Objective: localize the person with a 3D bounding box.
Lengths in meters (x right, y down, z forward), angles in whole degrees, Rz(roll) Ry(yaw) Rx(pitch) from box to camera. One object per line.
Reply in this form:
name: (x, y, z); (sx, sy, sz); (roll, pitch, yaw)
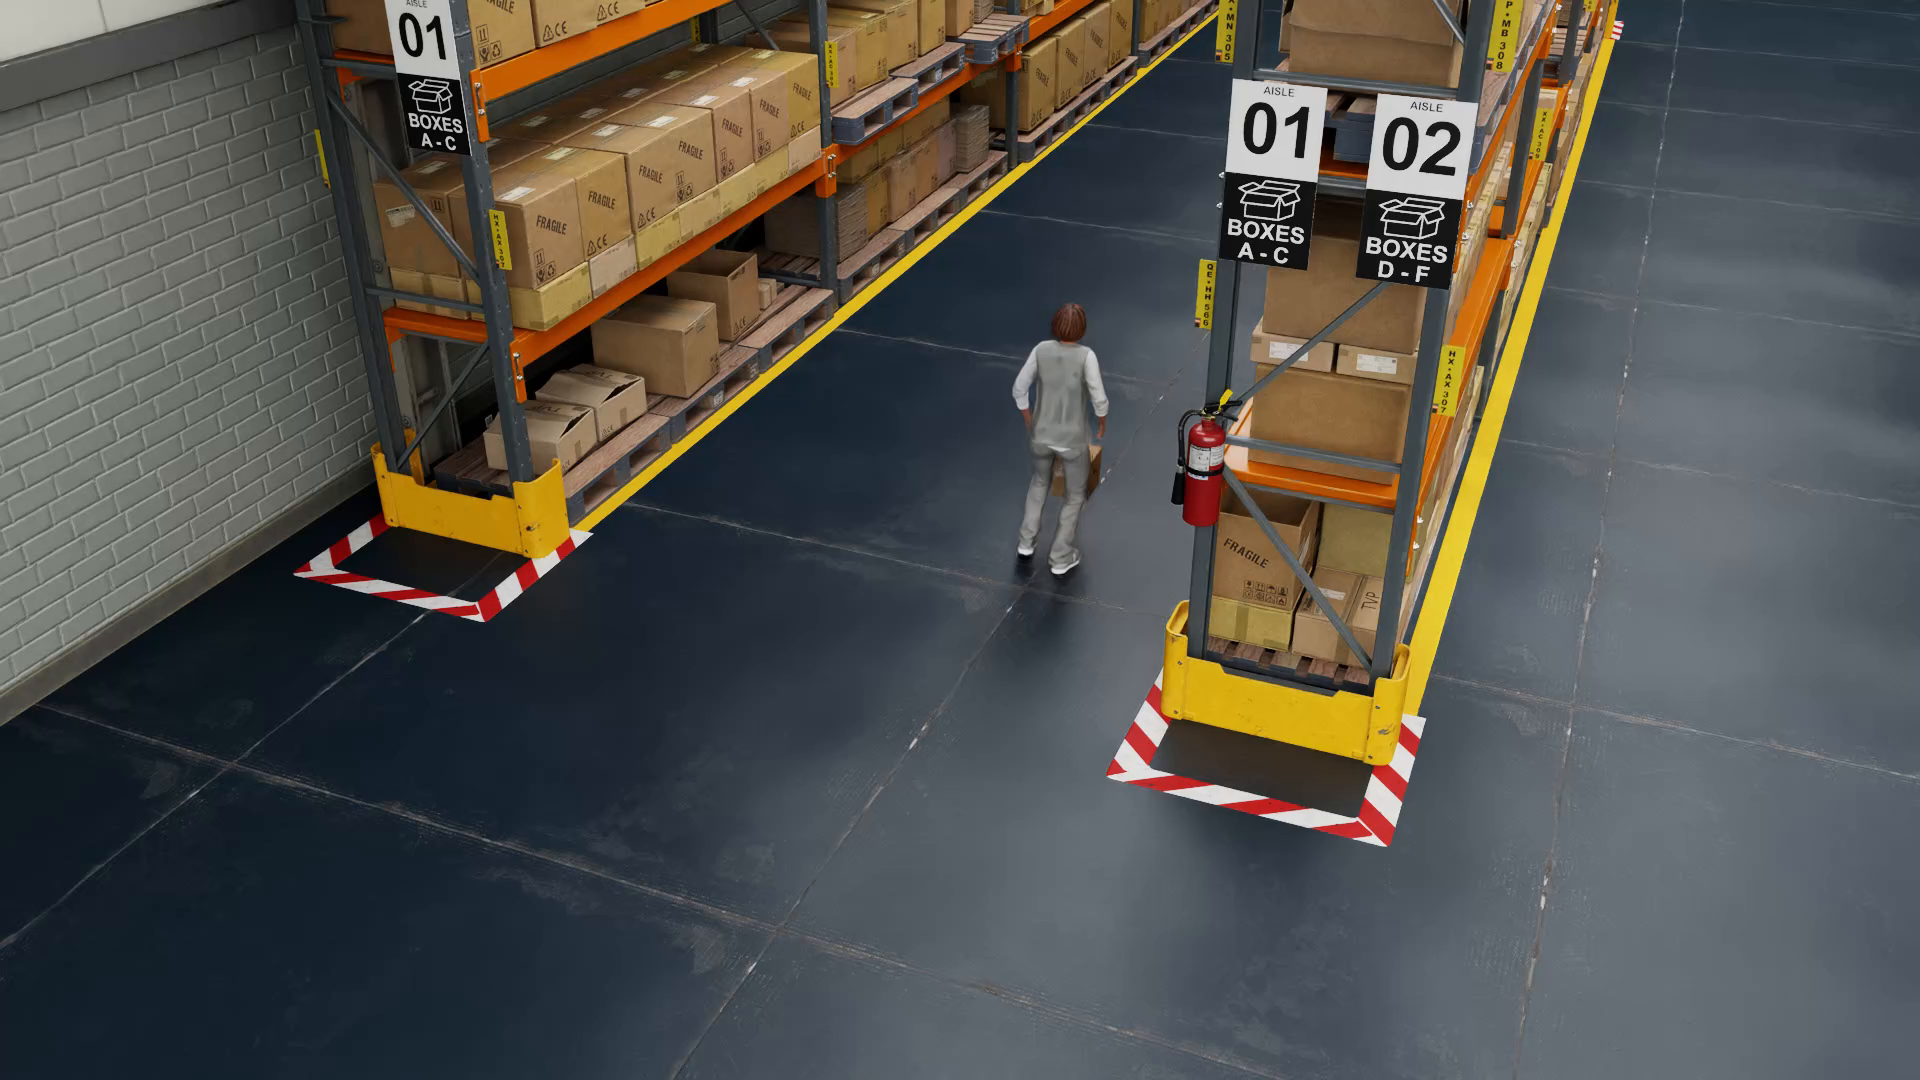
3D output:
person: (0.560, -0.567, 9.452); (0.550, 1.520, 0.478); (13, 33, 21)
